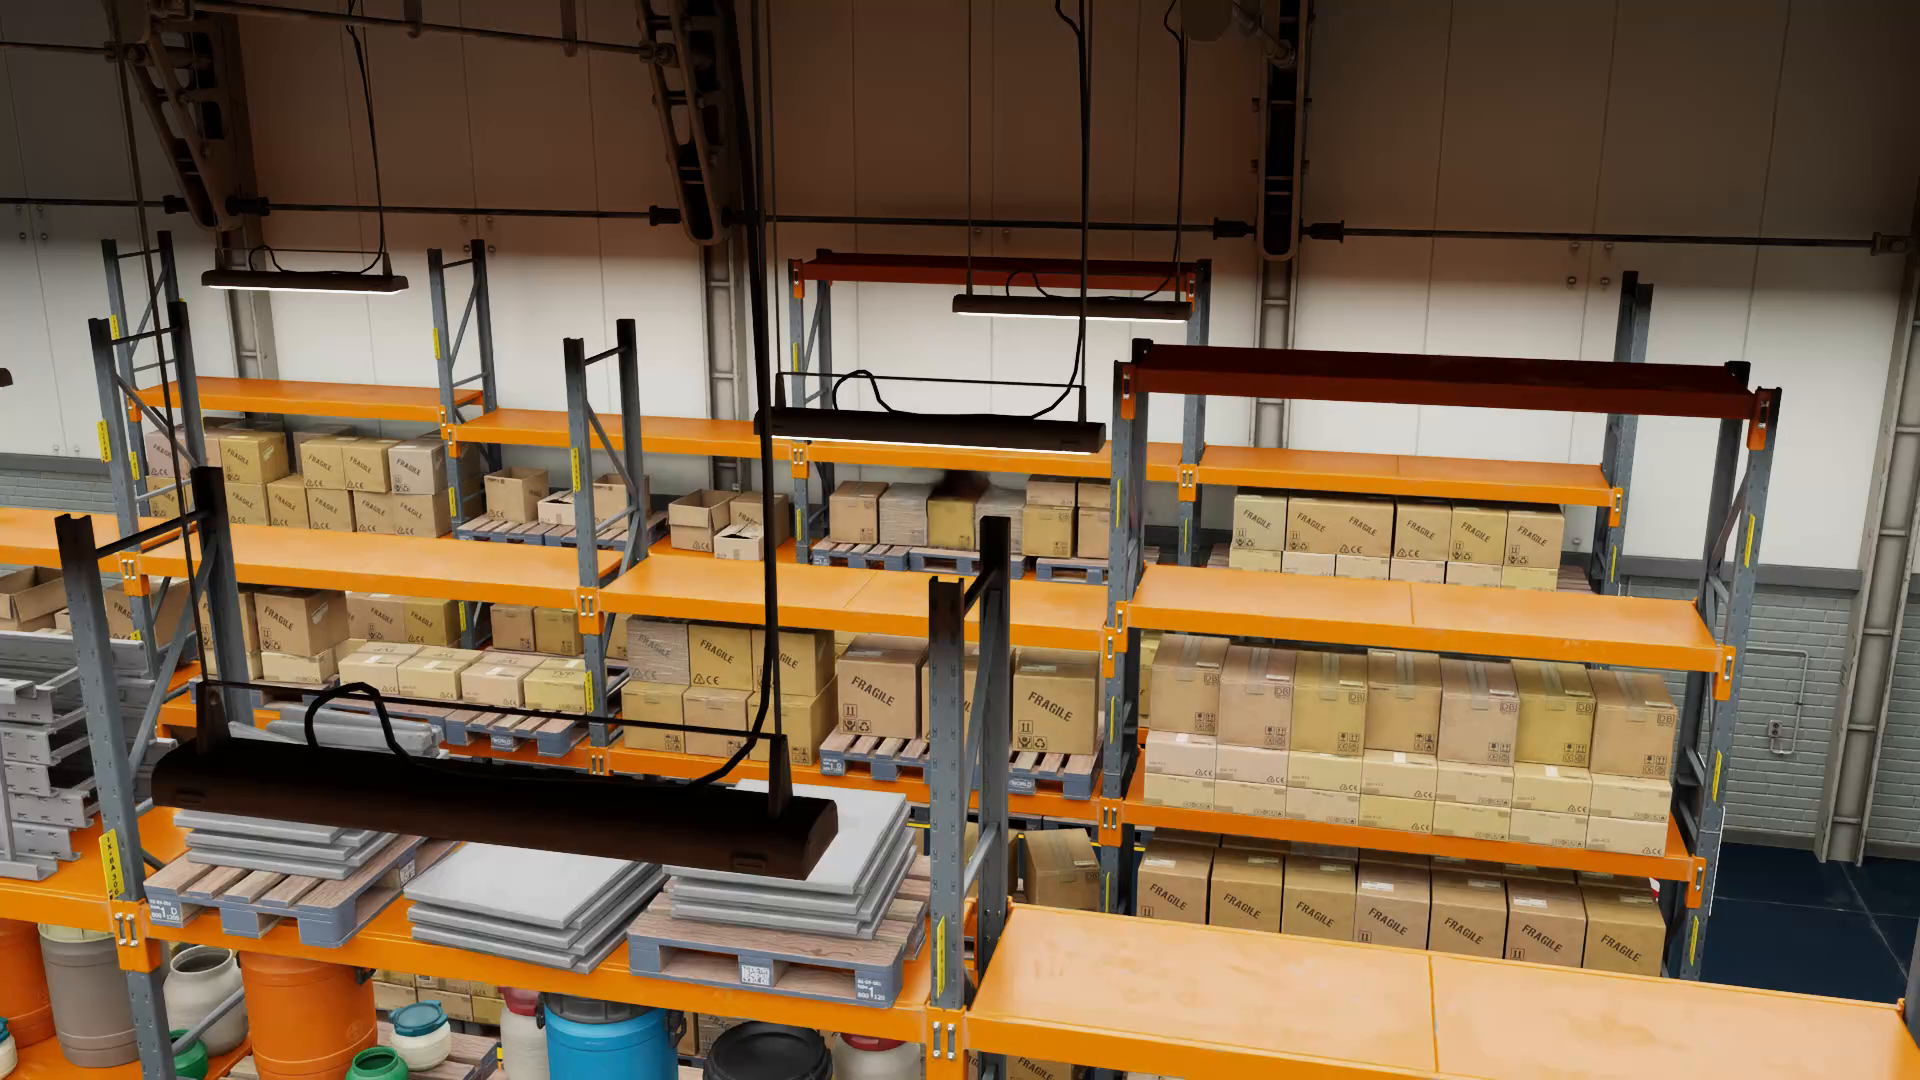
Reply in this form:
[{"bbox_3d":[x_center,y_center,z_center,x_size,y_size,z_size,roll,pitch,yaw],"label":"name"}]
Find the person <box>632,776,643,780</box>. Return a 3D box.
[{"bbox_3d":[-2.907,2.928,15.454,0.550,1.643,0.414,0,16,-1],"label":"person"}]
